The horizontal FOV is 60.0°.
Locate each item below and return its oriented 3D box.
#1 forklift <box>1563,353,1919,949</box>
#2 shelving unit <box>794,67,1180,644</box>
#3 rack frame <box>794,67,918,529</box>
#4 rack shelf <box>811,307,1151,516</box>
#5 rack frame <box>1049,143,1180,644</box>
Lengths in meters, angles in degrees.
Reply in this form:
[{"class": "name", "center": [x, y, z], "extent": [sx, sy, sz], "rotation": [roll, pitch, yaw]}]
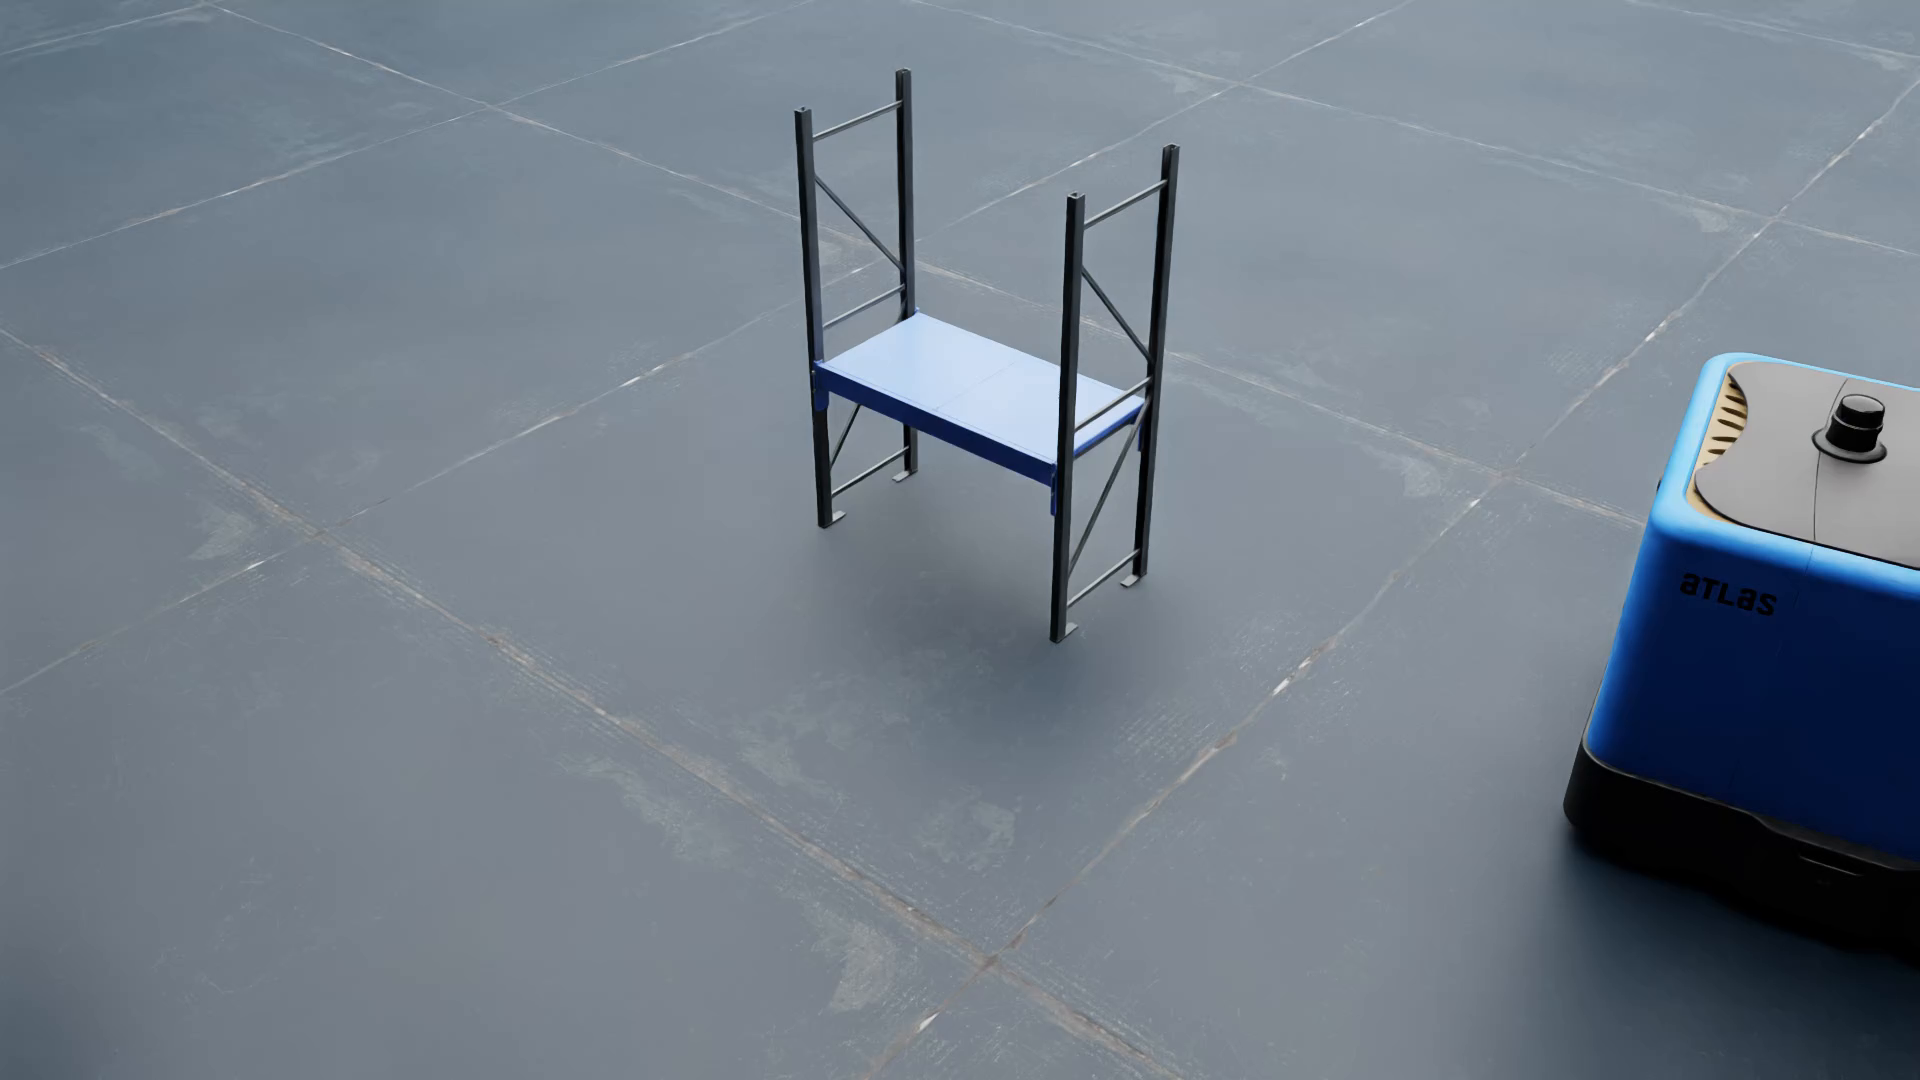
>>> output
[{"class": "forklift", "center": [3.193, -0.230, 3.497], "extent": [3.031, 2.935, 1.130], "rotation": [17, 38, 23]}, {"class": "shelving unit", "center": [0.066, -0.587, 5.280], "extent": [1.048, 1.500, 0.538], "rotation": [25, 42, 32]}, {"class": "rack frame", "center": [-0.325, -0.771, 5.549], "extent": [0.032, 1.500, 0.500], "rotation": [25, 42, 32]}, {"class": "rack shelf", "center": [0.066, -0.439, 5.382], "extent": [1.000, 0.185, 0.538], "rotation": [25, 42, 32]}, {"class": "rack frame", "center": [0.456, -0.403, 5.012], "extent": [0.032, 1.500, 0.500], "rotation": [25, 42, 32]}]
